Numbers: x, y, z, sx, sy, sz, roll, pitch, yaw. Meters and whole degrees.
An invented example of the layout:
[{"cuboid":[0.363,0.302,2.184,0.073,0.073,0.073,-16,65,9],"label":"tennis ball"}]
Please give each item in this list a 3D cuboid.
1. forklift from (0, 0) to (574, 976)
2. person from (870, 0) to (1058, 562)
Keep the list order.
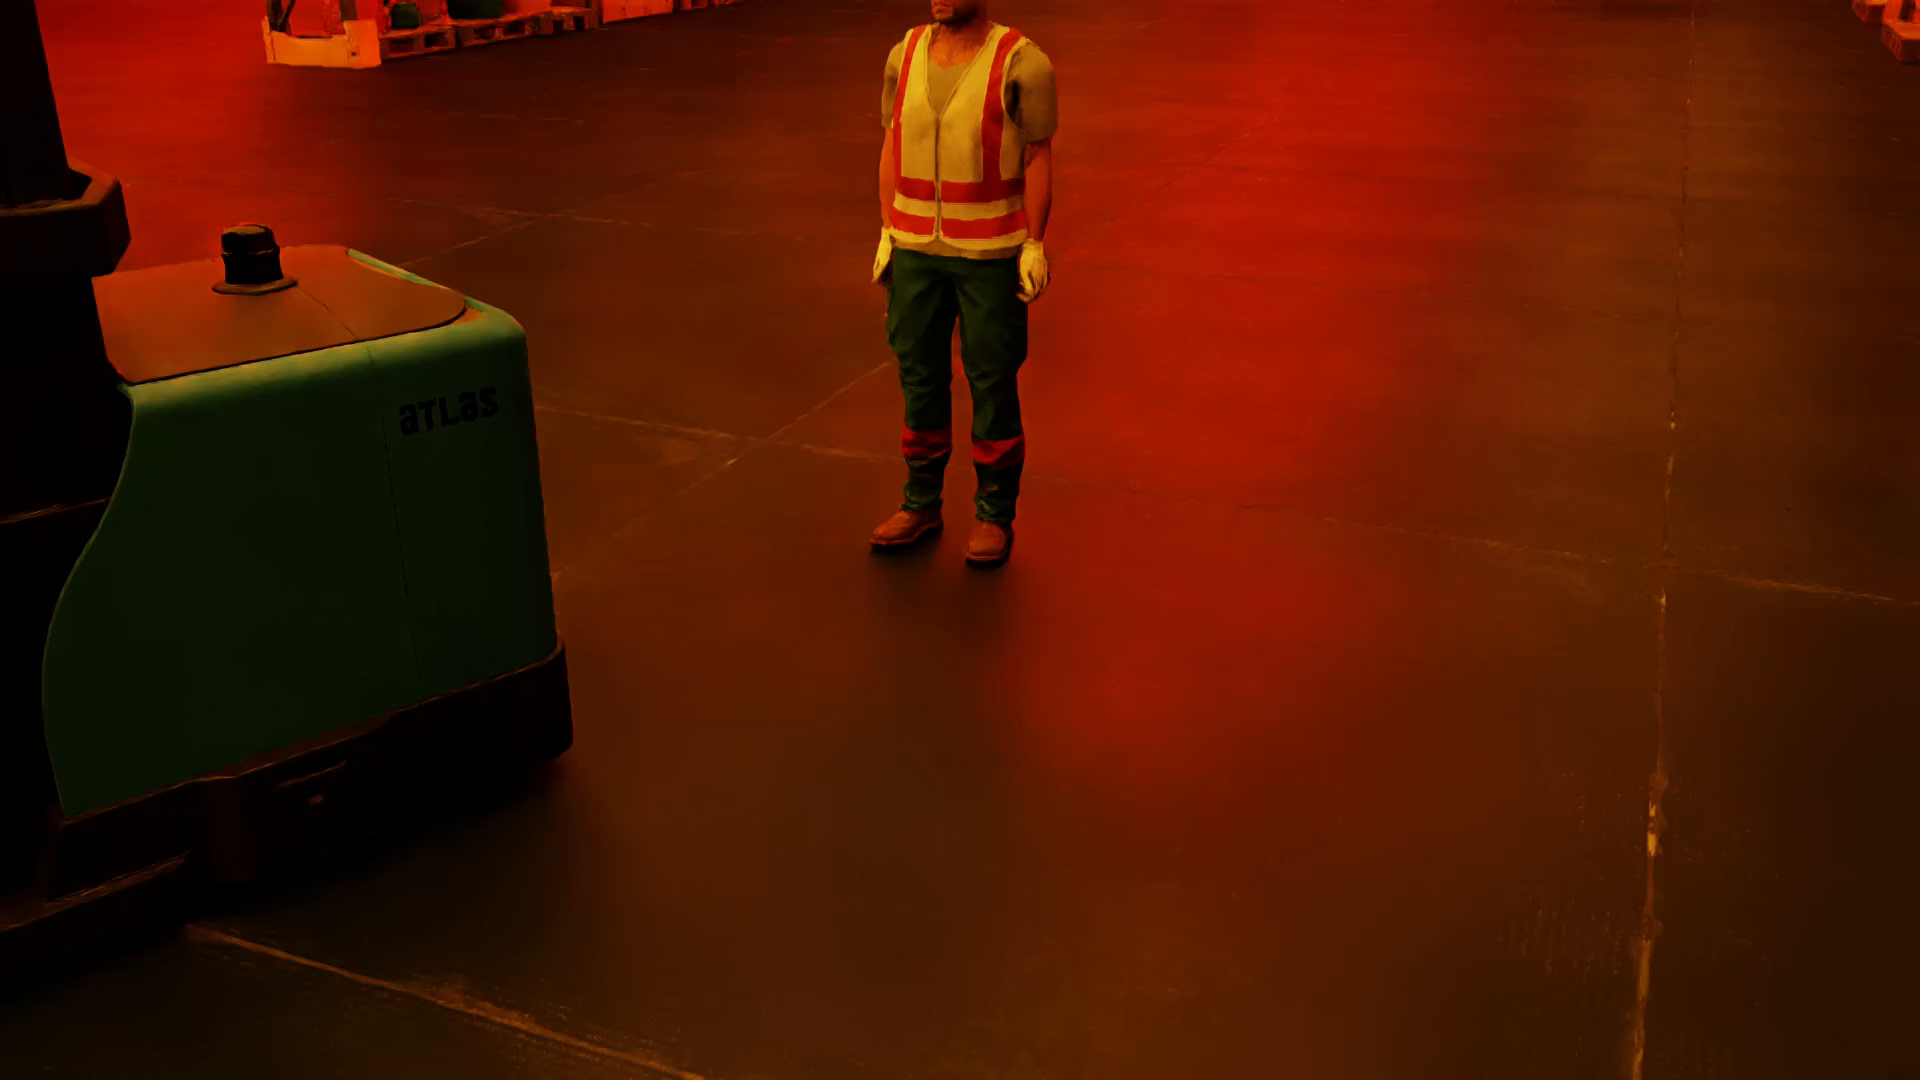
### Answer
[{"cuboid":[-2.323,-0.584,2.690,3.031,2.935,1.130,-19,29,-38],"label":"forklift"},{"cuboid":[-0.007,-0.819,4.729,0.540,1.795,0.349,9,24,21],"label":"person"}]
